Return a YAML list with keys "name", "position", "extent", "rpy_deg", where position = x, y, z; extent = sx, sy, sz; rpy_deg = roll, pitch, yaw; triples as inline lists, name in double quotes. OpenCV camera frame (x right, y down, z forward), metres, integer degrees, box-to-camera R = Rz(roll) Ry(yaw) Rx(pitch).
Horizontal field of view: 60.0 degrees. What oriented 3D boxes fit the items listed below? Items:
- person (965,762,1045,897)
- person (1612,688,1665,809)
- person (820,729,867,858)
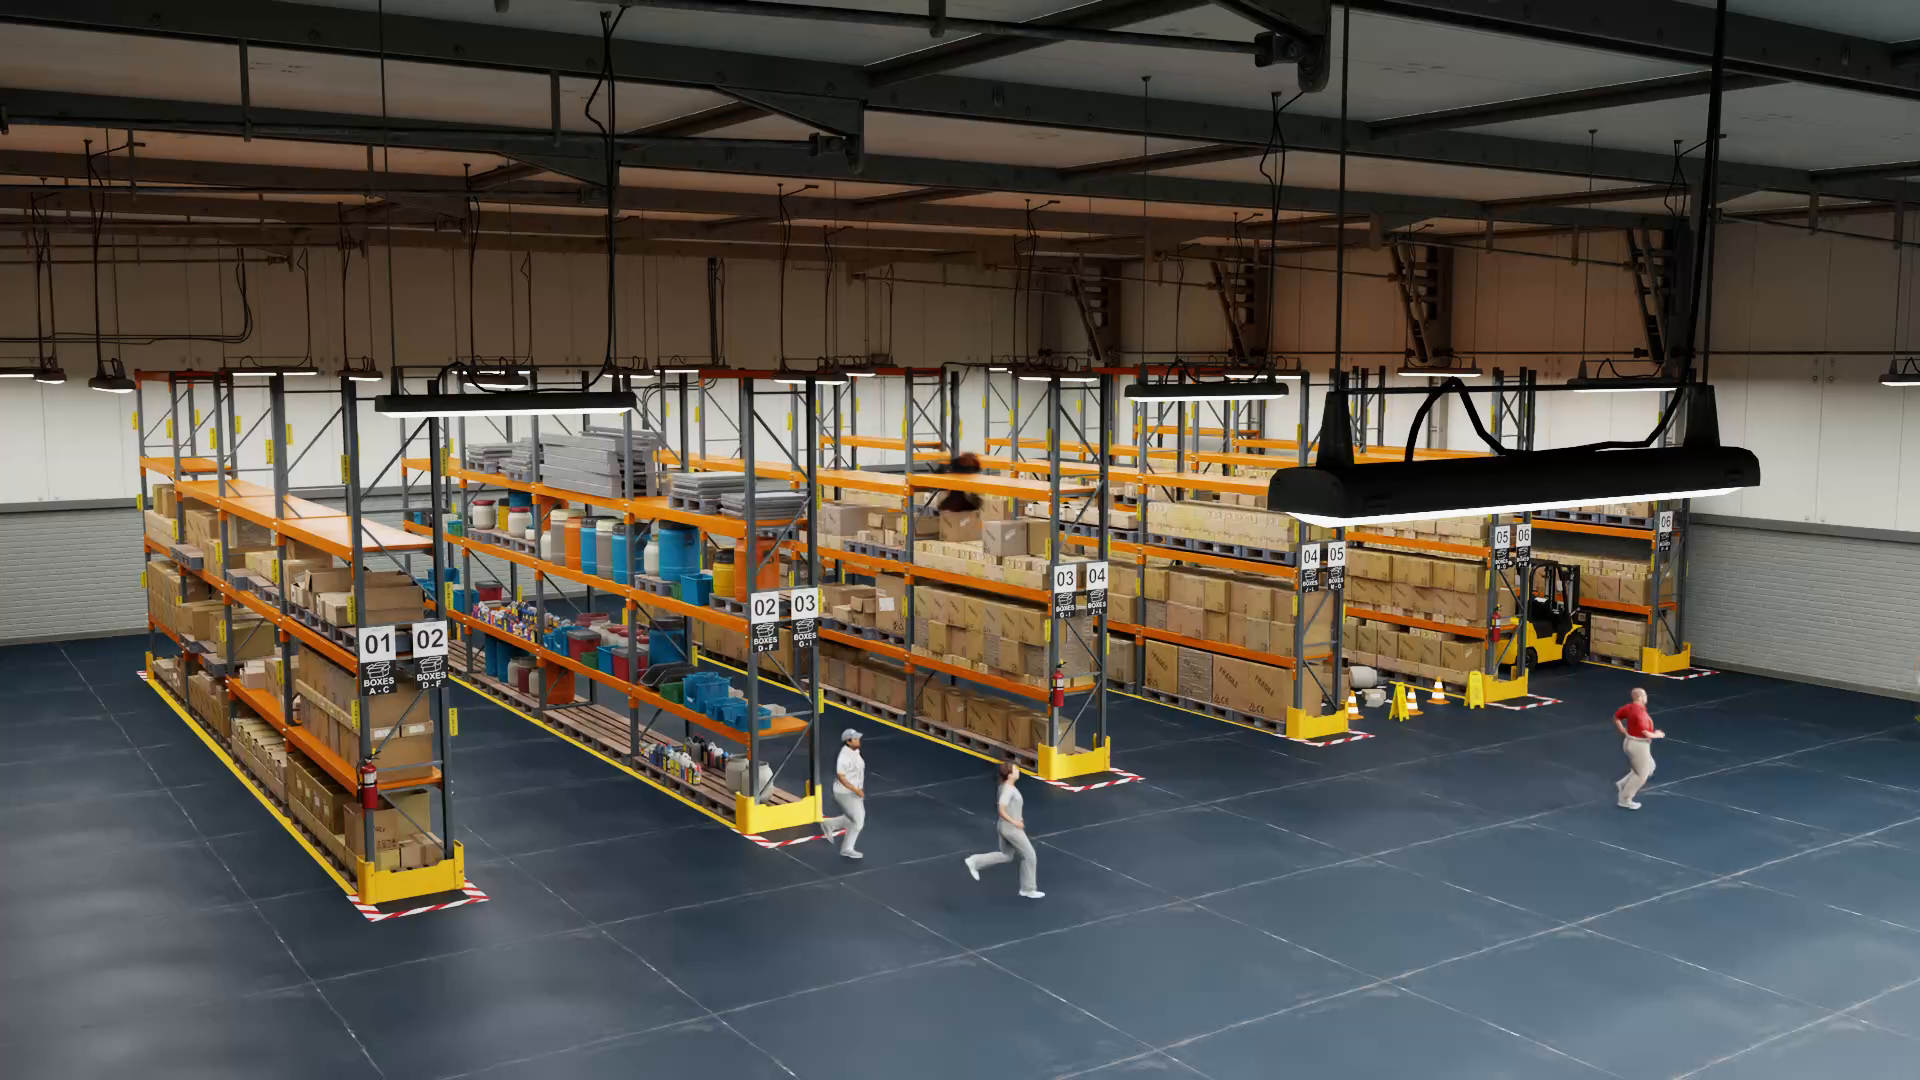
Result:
- name: "person"
  position: [0.534, 3.369, 19.284]
  extent: [0.933, 1.644, 0.557]
  rpy_deg: [-2, 7, -13]
- name: "person"
  position: [9.465, 2.886, 23.118]
  extent: [0.607, 1.682, 0.651]
  rpy_deg: [0, 6, 1]
- name: "person"
  position: [-1.473, 3.172, 20.947]
  extent: [0.615, 1.637, 0.615]
  rpy_deg: [1, 6, 6]
